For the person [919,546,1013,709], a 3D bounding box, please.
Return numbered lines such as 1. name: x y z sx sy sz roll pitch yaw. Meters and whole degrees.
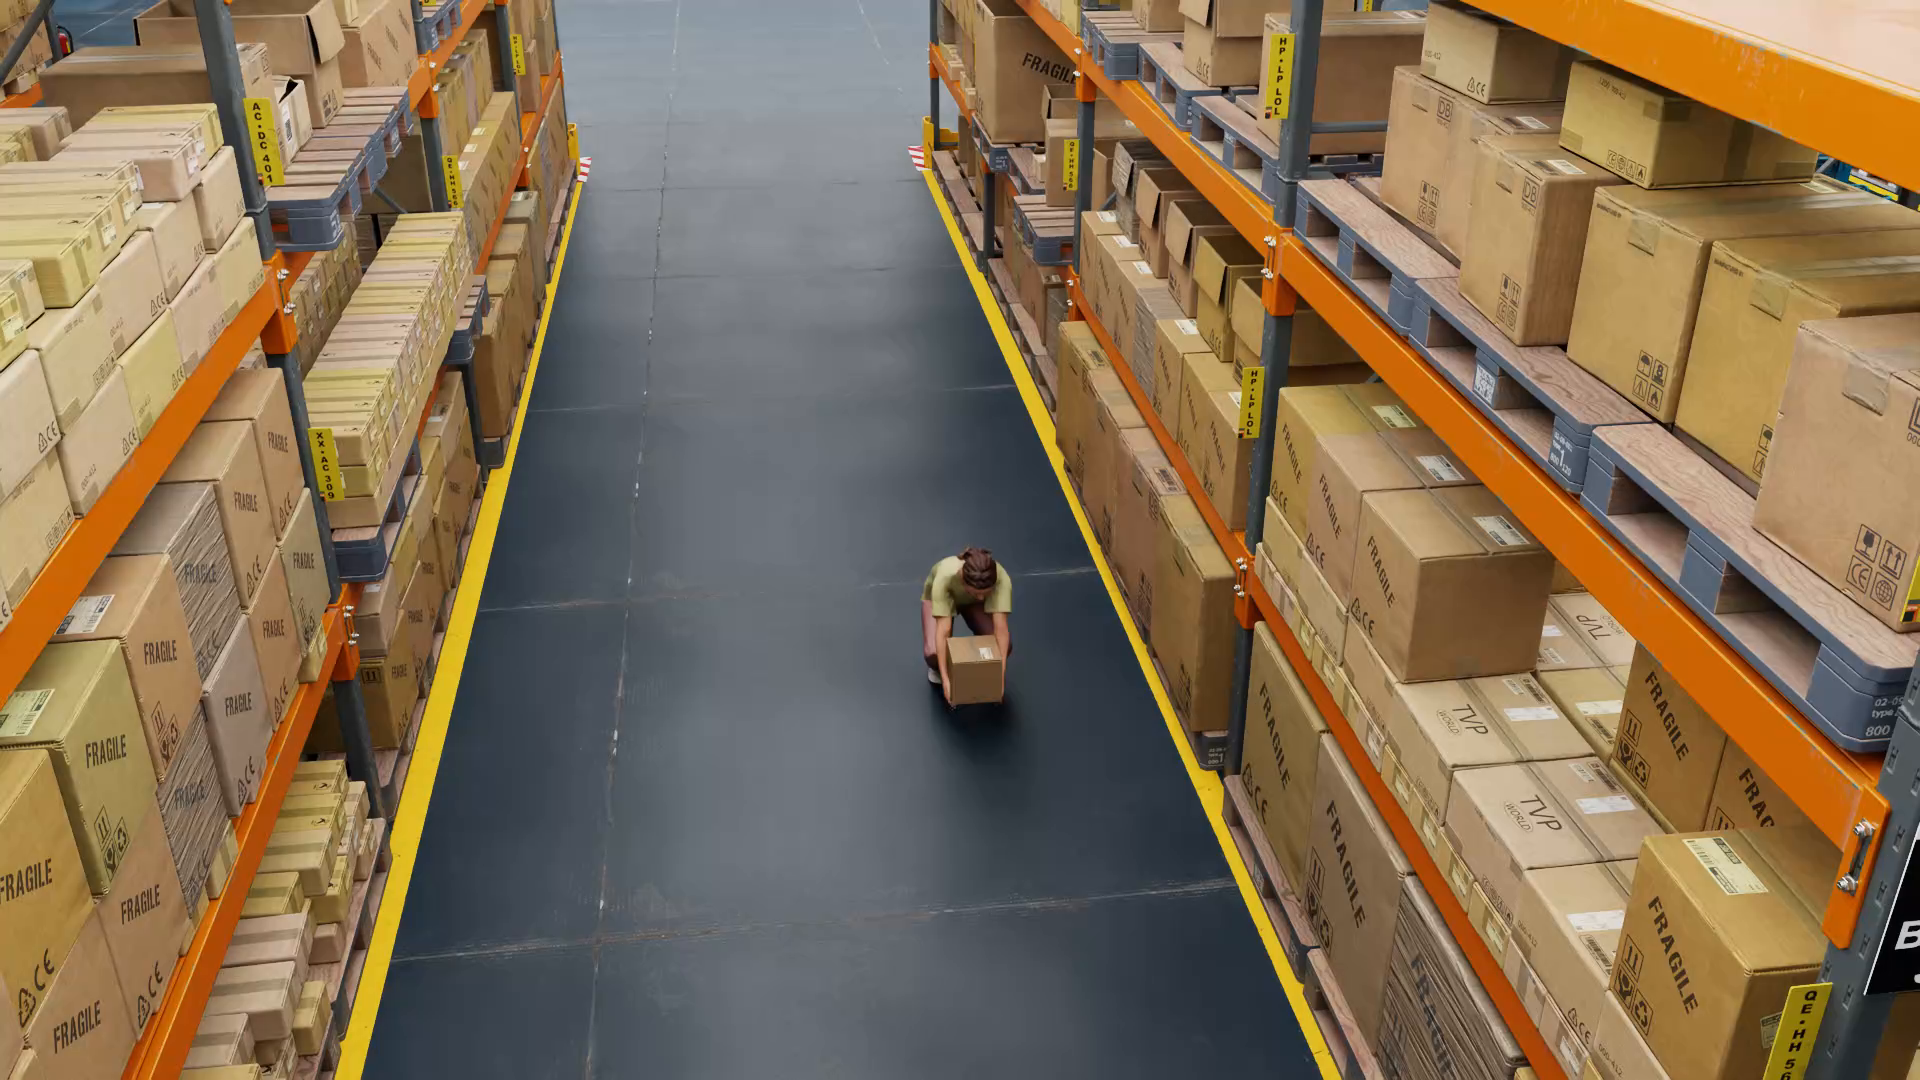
1. person: 0.032 0.391 8.703 0.471 0.914 0.862 -4 28 -8
